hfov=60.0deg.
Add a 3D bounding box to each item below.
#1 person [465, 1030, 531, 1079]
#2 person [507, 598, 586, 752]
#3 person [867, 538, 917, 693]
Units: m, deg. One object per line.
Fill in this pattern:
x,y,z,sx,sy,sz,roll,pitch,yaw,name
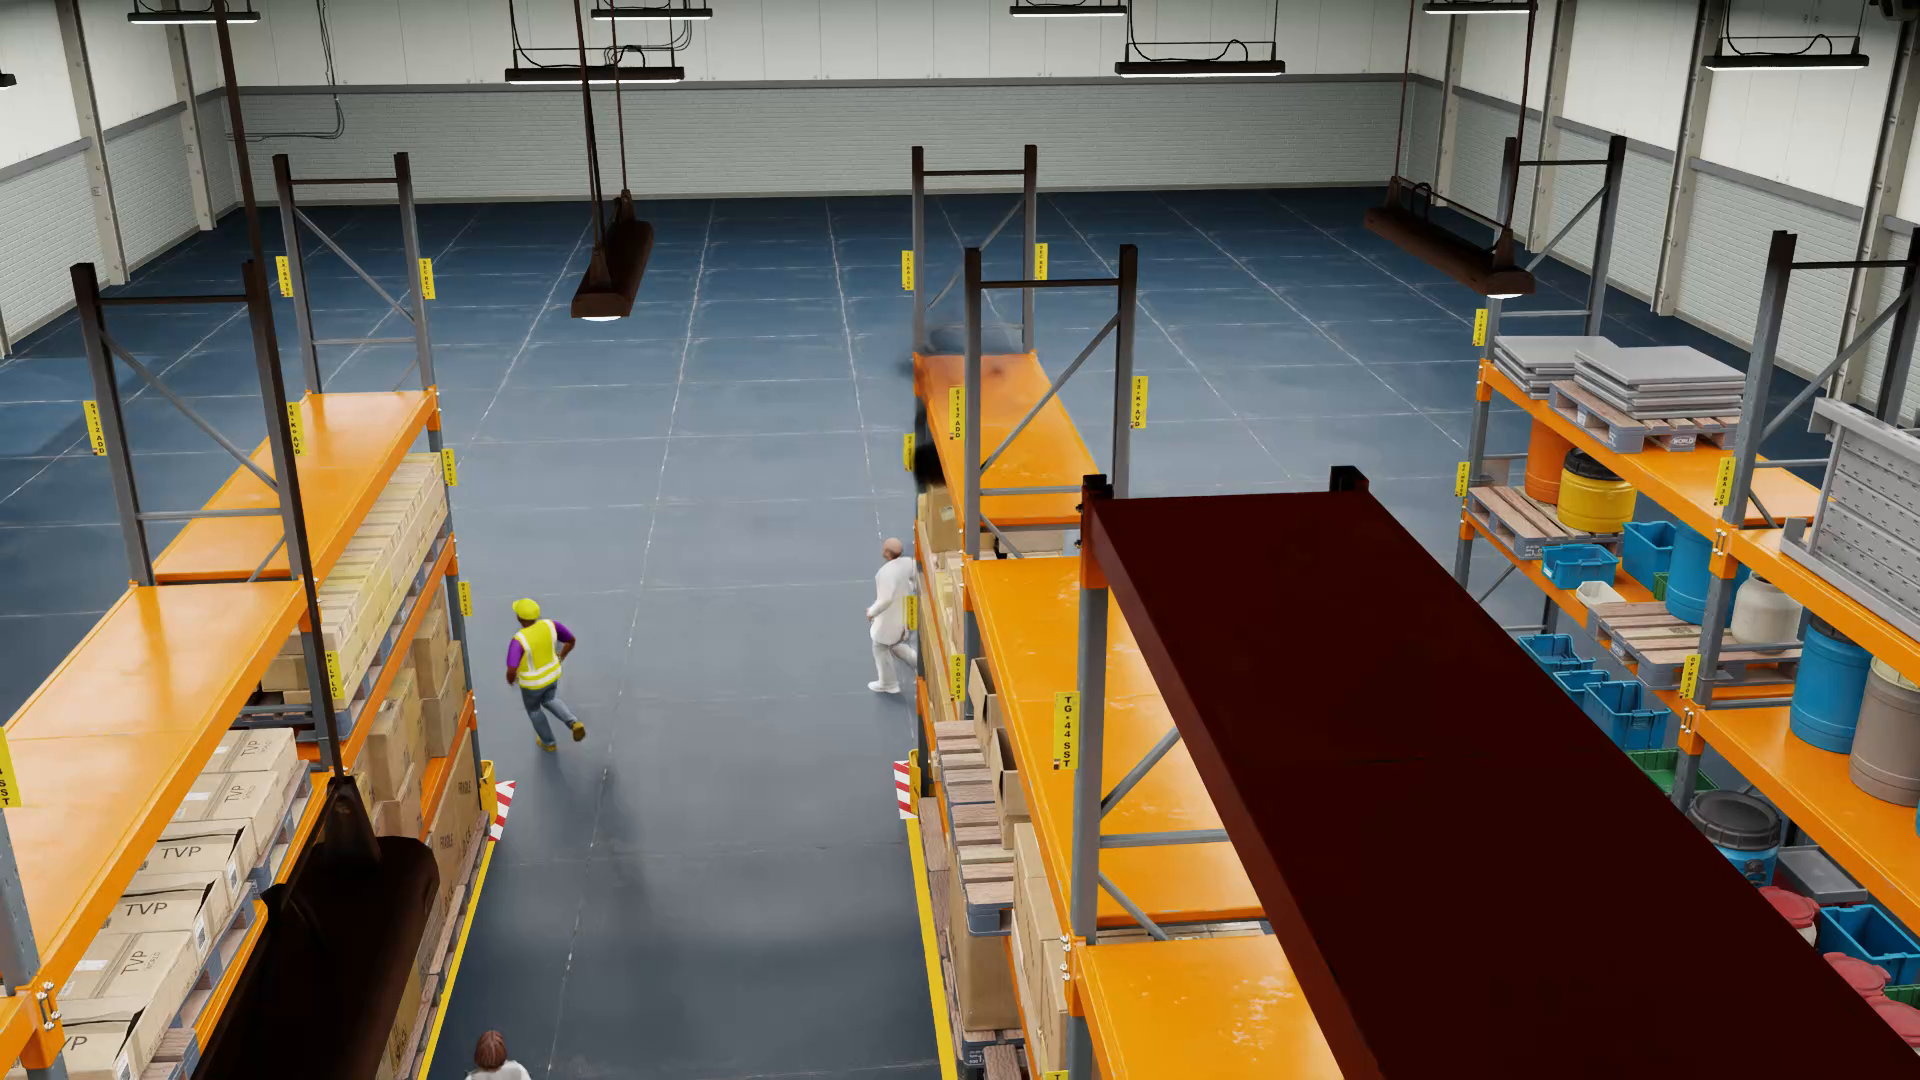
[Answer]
-2.796,3.701,10.141,0.522,1.615,0.700,-4,22,-10,person
-4.049,1.332,15.992,0.659,1.714,0.768,16,27,35,person
-0.638,0.816,17.219,0.772,1.763,0.734,12,25,28,person
